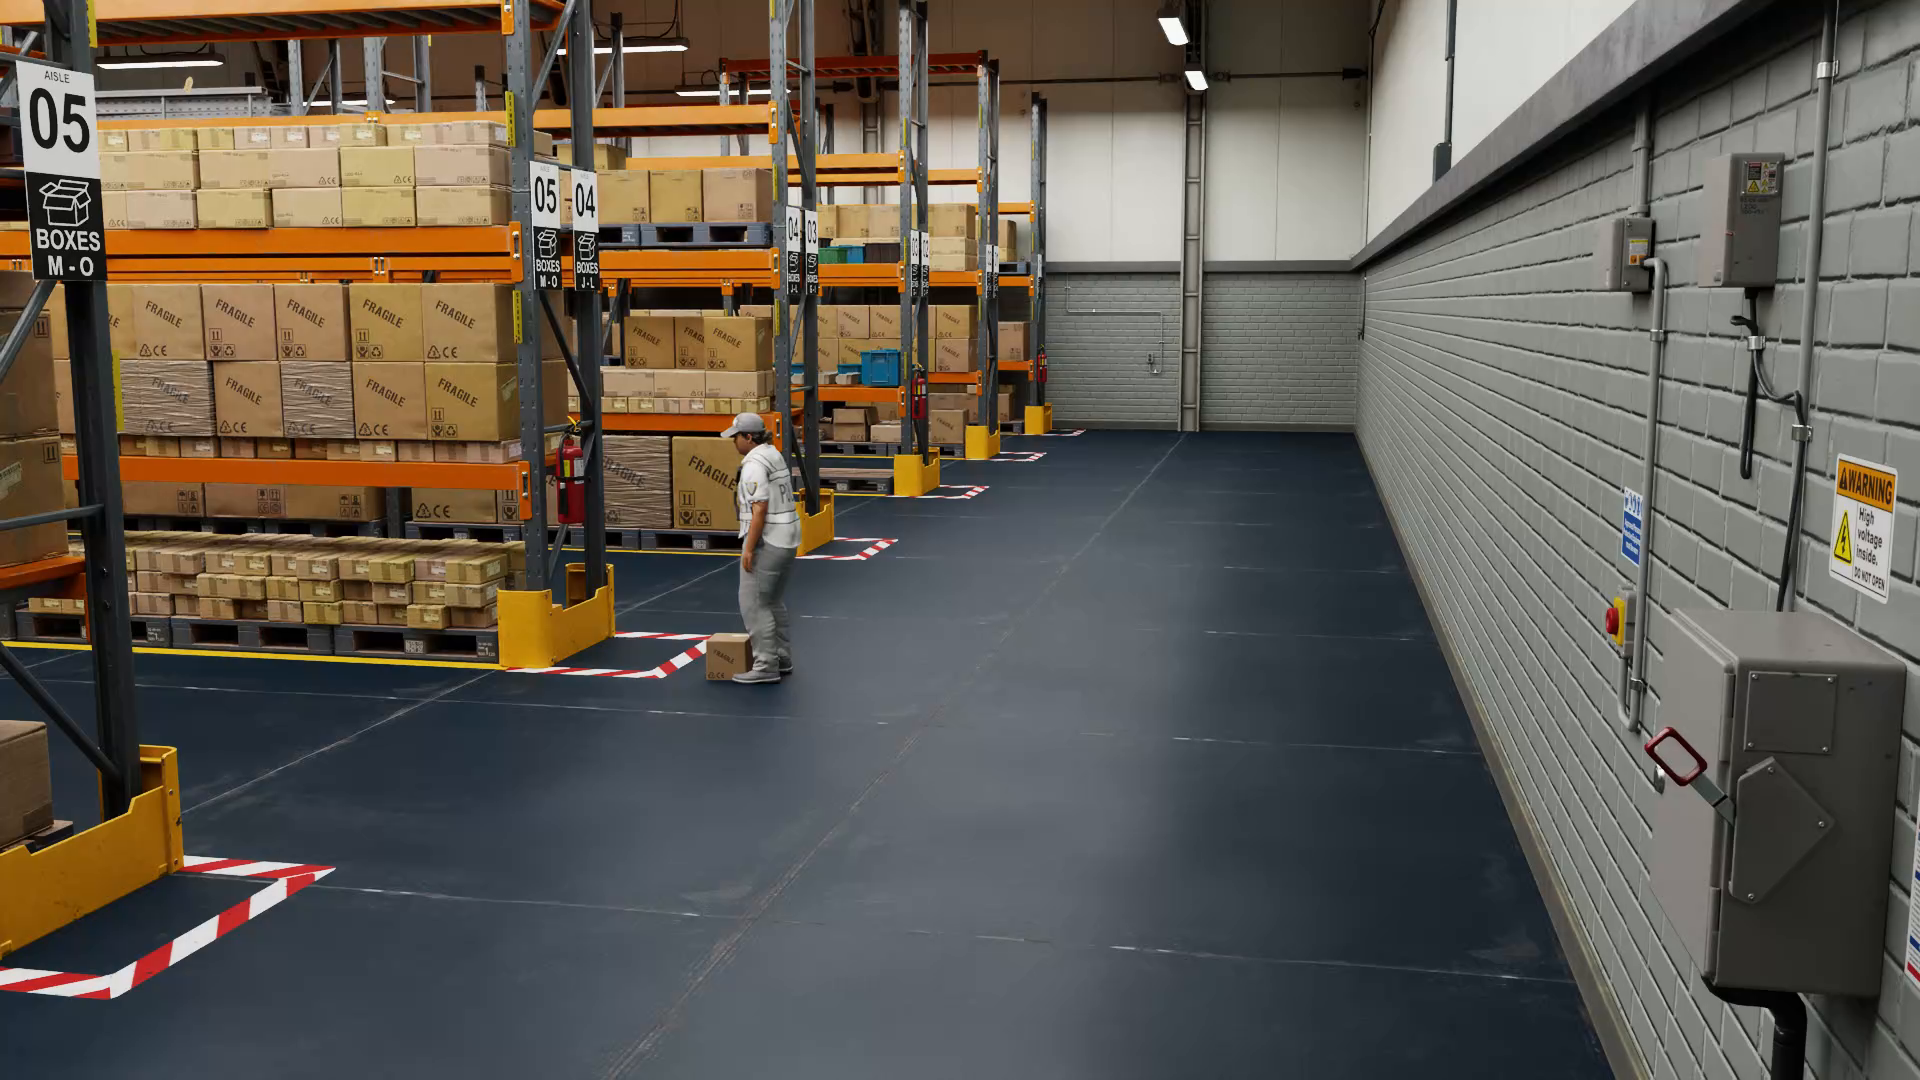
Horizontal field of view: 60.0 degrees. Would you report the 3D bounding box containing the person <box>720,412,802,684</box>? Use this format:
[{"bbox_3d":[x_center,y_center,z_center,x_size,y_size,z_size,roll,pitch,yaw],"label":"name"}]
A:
[{"bbox_3d":[-1.229,0.039,10.299,0.473,1.666,0.550,1,8,10],"label":"person"}]
